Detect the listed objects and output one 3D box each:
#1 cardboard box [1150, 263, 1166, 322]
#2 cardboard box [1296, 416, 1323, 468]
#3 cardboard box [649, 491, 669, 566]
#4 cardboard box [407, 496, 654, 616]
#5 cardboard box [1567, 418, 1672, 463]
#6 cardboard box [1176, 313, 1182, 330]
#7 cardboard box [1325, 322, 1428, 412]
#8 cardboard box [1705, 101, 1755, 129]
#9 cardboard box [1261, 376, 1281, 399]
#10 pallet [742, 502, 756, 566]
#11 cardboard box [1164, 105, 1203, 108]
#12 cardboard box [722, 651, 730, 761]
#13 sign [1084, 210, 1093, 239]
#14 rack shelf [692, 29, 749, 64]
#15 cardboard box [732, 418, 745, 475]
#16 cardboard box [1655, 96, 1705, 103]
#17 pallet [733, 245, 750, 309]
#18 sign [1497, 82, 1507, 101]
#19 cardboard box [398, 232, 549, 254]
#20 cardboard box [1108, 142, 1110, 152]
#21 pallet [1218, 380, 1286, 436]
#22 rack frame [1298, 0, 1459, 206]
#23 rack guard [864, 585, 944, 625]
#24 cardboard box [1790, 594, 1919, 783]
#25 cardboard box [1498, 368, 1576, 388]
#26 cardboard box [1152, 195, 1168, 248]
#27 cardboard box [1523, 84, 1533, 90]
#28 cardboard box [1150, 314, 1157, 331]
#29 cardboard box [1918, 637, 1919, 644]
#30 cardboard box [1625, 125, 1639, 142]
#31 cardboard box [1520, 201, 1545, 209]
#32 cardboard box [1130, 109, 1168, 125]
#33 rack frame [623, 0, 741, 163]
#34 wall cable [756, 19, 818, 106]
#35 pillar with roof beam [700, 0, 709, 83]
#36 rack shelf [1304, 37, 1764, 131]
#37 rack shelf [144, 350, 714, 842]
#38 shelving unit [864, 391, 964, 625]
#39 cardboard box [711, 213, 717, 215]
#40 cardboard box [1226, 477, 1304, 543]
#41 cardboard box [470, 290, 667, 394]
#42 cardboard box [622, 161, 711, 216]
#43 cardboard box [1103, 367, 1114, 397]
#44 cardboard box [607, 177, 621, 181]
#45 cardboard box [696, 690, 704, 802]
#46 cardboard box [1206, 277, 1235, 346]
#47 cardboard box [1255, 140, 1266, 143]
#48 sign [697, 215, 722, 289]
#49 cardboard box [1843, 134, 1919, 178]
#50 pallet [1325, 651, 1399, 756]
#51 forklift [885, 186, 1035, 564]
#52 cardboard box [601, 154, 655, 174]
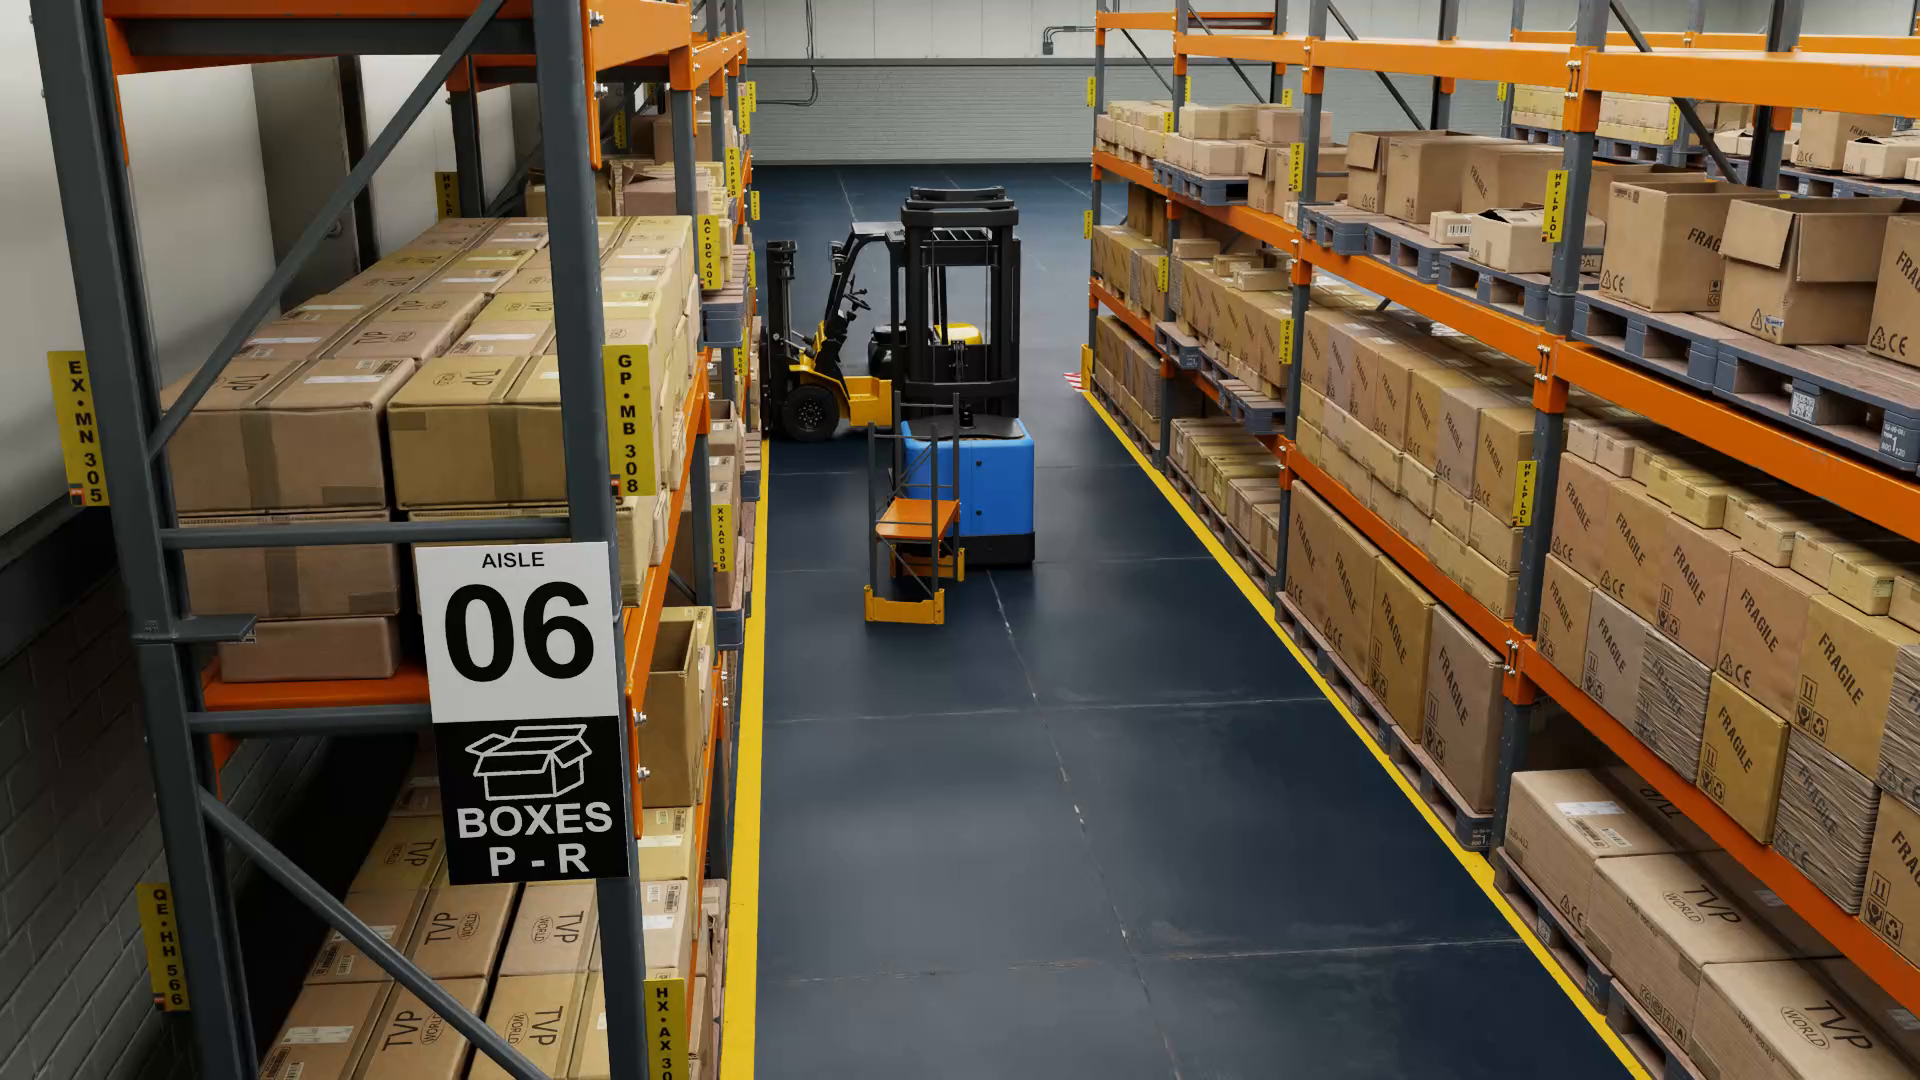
[{"bbox_3d":[2.168,-2.429,16.241,0.500,0.500,0.500,-2,18,-7],"label":"cardboard box"},{"bbox_3d":[2.674,-0.697,11.641,0.500,0.250,0.500,-2,18,-7],"label":"cardboard box"},{"bbox_3d":[-1.025,-0.030,4.675,0.380,0.149,0.250,-1,17,-4],"label":"cardboard box"},{"bbox_3d":[-1.011,-0.027,4.000,0.500,0.250,0.500,-2,18,-6],"label":"cardboard box"},{"bbox_3d":[3.061,-0.463,7.724,0.380,0.149,0.250,-2,18,-6],"label":"cardboard box"},{"bbox_3d":[2.204,-2.020,15.323,0.380,0.149,0.250,-2,17,-5],"label":"cardboard box"},{"bbox_3d":[2.743,-1.145,10.981,0.500,0.500,0.500,-2,18,-5],"label":"cardboard box"},{"bbox_3d":[7.603,-4.201,16.429,0.500,0.250,0.500,-2,18,-5],"label":"cardboard box"},{"bbox_3d":[2.507,-1.171,12.617,0.380,0.149,0.250,-2,17,-5],"label":"cardboard box"},{"bbox_3d":[-2.231,-0.047,13.973,1.003,0.211,1.213,-2,18,-6],"label":"pallet"},{"bbox_3d":[2.404,-4.602,17.909,0.380,0.149,0.250,-2,18,-6],"label":"cardboard box"},{"bbox_3d":[-1.588,0.958,9.591,0.500,0.500,0.500,-2,18,-7],"label":"cardboard box"},{"bbox_3d":[1.509,-3.702,19.516,0.100,0.325,0.005,-2,18,-6],"label":"sign"},{"bbox_3d":[-2.682,-4.884,16.578,1.077,0.370,4.000,-2,18,-6],"label":"rack shelf"},{"bbox_3d":[-1.632,-0.592,10.606,0.500,0.250,0.500,-3,18,-8],"label":"cardboard box"},{"bbox_3d":[7.020,-4.336,16.193,0.380,0.149,0.250,-2,18,-6],"label":"cardboard box"},{"bbox_3d":[-1.758,-1.423,9.008,1.213,0.211,1.003,-2,18,-6],"label":"pallet"},{"bbox_3d":[6.410,-5.360,19.641,0.100,0.325,0.005,-2,18,-6],"label":"sign"},{"bbox_3d":[-1.813,-1.006,6.285,0.500,0.250,0.500,-2,18,-7],"label":"cardboard box"},{"bbox_3d":[1.876,-4.433,18.701,0.380,0.149,0.250,-2,18,-7],"label":"cardboard box"},{"bbox_3d":[2.695,-1.040,12.802,1.213,0.211,1.003,-2,18,-6],"label":"pallet"},{"bbox_3d":[2.874,-3.785,11.209,1.000,3.000,0.127,-2,18,-6],"label":"rack frame"},{"bbox_3d":[-0.409,0.477,12.240,0.587,0.250,0.087,3,18,8],"label":"rack guard"},{"bbox_3d":[3.282,0.498,5.748,0.500,0.500,0.500,-2,18,-6],"label":"cardboard box"},{"bbox_3d":[3.398,-0.696,9.549,0.500,0.500,0.500,-2,18,-7],"label":"cardboard box"},{"bbox_3d":[2.432,-3.374,17.585,0.700,0.500,0.500,-2,18,-6],"label":"cardboard box"},{"bbox_3d":[6.705,-5.245,19.087,0.380,0.149,0.250,-2,18,-5],"label":"cardboard box"},{"bbox_3d":[2.093,-2.155,16.452,0.380,0.149,0.250,-1,17,-4],"label":"cardboard box"},{"bbox_3d":[3.318,0.301,5.293,0.380,0.149,0.250,-1,17,-4],"label":"cardboard box"},{"bbox_3d":[6.965,-4.107,16.795,0.380,0.149,0.250,-2,17,-5],"label":"cardboard box"},{"bbox_3d":[3.447,-1.853,9.588,0.396,0.266,0.258,0,17,-1],"label":"cardboard box"},{"bbox_3d":[1.957,-4.353,17.114,0.380,0.149,0.250,-2,17,-5],"label":"cardboard box"},{"bbox_3d":[-2.475,-4.822,14.513,1.000,3.000,0.127,-2,18,-6],"label":"rack frame"},{"bbox_3d":[-5.795,-14.154,49.420,3.097,2.526,0.112,-2,18,-6],"label":"wall cable"},{"bbox_3d":[-1.906,-13.062,40.759,9.100,9.000,0.400,-2,18,-6],"label":"pillar with roof beam"},{"bbox_3d":[3.080,-2.655,9.479,1.077,0.370,4.000,-2,18,-6],"label":"rack shelf"},{"bbox_3d":[-1.444,-0.068,5.580,1.077,0.370,4.000,-2,18,-6],"label":"rack shelf"},{"bbox_3d":[-0.334,-0.267,12.522,0.587,1.500,1.083,3,18,8],"label":"shelving unit"},{"bbox_3d":[-1.343,-1.457,7.858,0.380,0.149,0.250,-1,17,-5],"label":"cardboard box"},{"bbox_3d":[2.742,-0.257,13.675,0.950,0.372,0.625,-2,18,-7],"label":"cardboard box"},{"bbox_3d":[-1.133,-0.566,4.883,0.500,0.250,0.500,-2,18,-6],"label":"cardboard box"},{"bbox_3d":[-1.334,-1.576,7.543,0.396,0.266,0.258,-2,18,-6],"label":"cardboard box"},{"bbox_3d":[1.902,-1.793,18.771,0.500,0.250,0.500,-1,17,-4],"label":"cardboard box"},{"bbox_3d":[-2.185,-2.038,9.741,0.380,0.149,0.250,-2,18,-6],"label":"cardboard box"},{"bbox_3d":[-1.250,0.795,6.390,0.500,0.250,0.500,-2,18,-6],"label":"cardboard box"},{"bbox_3d":[2.378,-1.906,13.876,0.500,0.500,0.500,-2,18,-8],"label":"cardboard box"},{"bbox_3d":[2.765,-3.202,13.909,0.500,0.250,0.500,-2,17,-5],"label":"cardboard box"},{"bbox_3d":[-1.111,-1.273,7.353,0.100,0.325,0.005,-2,18,-6],"label":"sign"},{"bbox_3d":[7.381,-3.044,13.139,0.500,0.311,0.500,-2,18,-6],"label":"cardboard box"},{"bbox_3d":[3.003,1.008,10.614,1.003,0.211,1.213,-2,18,-6],"label":"pallet"},{"bbox_3d":[-0.066,-1.586,14.336,1.130,2.935,3.031,-2,18,-6],"label":"forklift"},{"bbox_3d":[-2.392,-2.584,11.773,0.500,0.250,0.500,-2,18,-6],"label":"cardboard box"}]
